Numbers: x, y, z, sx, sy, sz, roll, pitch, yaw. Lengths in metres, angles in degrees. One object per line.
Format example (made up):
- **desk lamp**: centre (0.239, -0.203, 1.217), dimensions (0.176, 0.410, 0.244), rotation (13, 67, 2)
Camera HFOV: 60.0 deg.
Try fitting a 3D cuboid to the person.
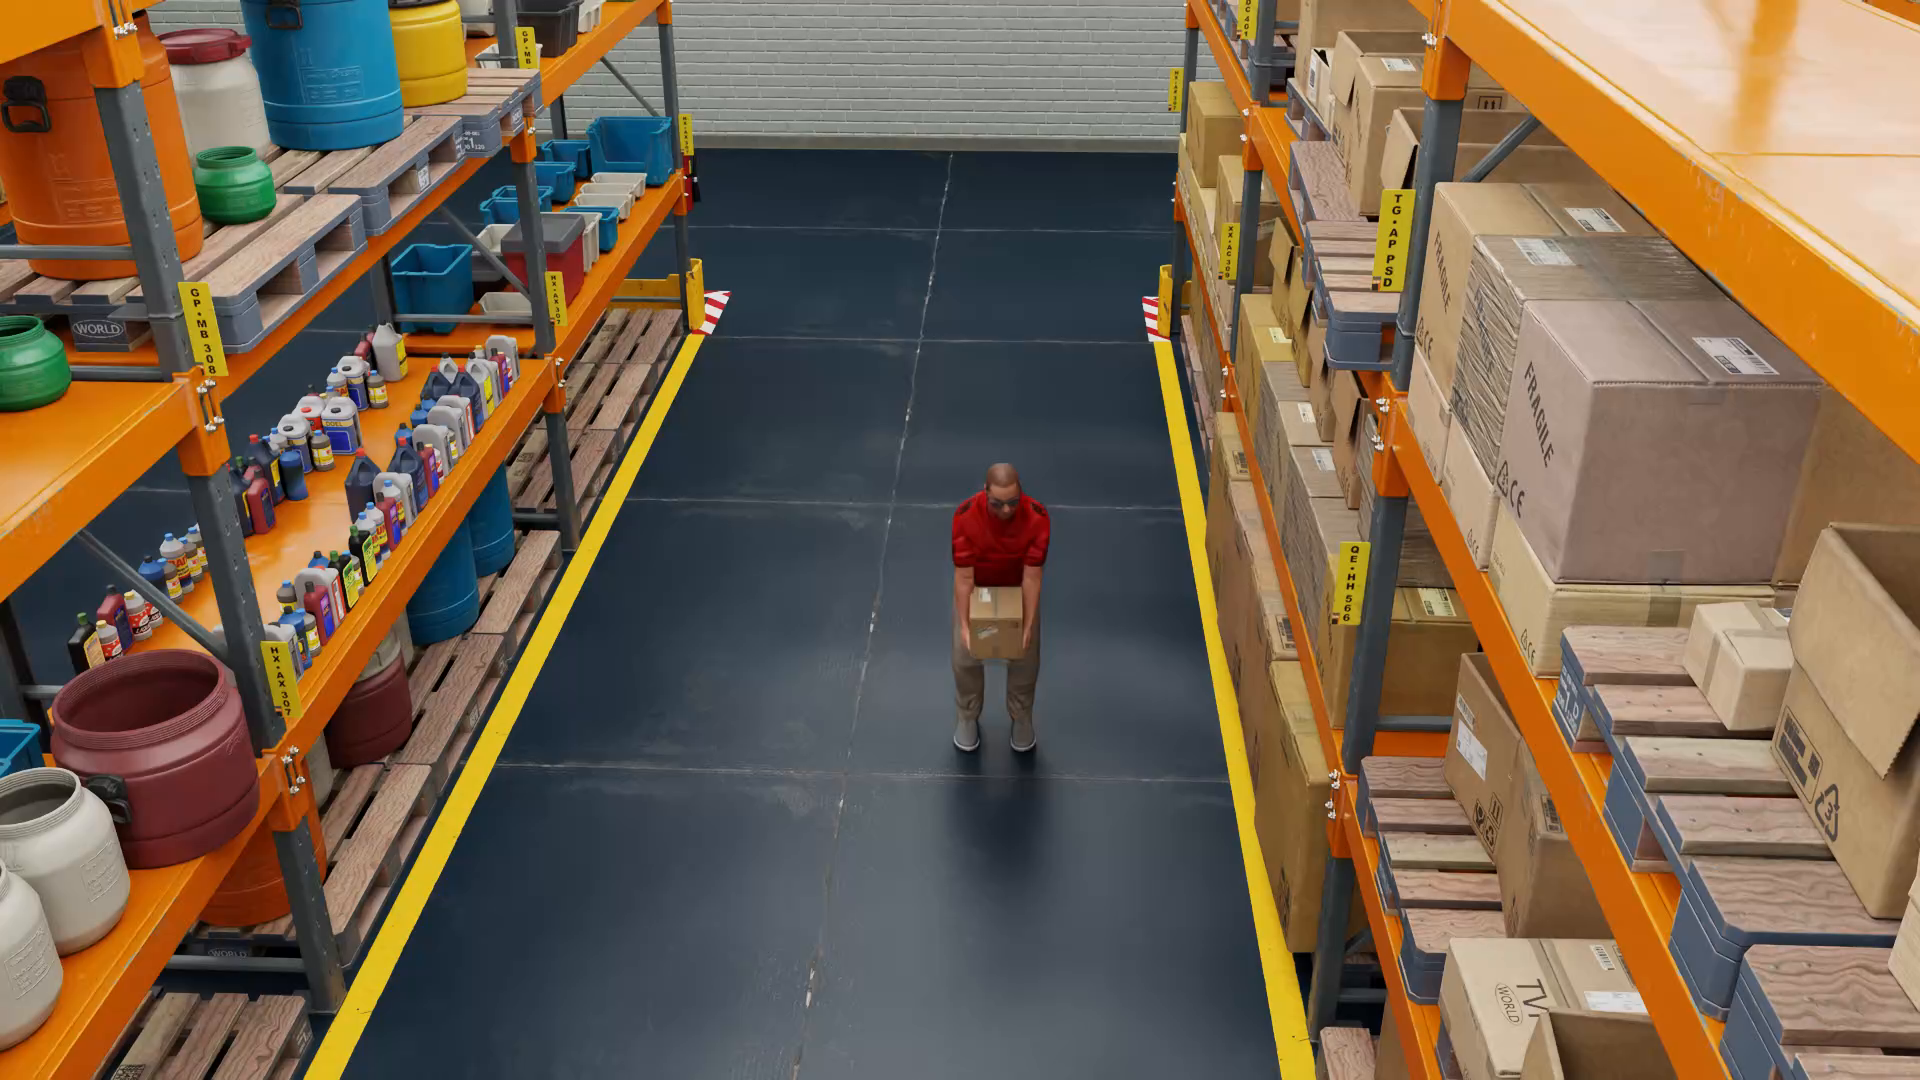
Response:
- **person**: centre (0.190, 0.309, 8.138), dimensions (0.477, 1.657, 0.598), rotation (0, 28, 1)
